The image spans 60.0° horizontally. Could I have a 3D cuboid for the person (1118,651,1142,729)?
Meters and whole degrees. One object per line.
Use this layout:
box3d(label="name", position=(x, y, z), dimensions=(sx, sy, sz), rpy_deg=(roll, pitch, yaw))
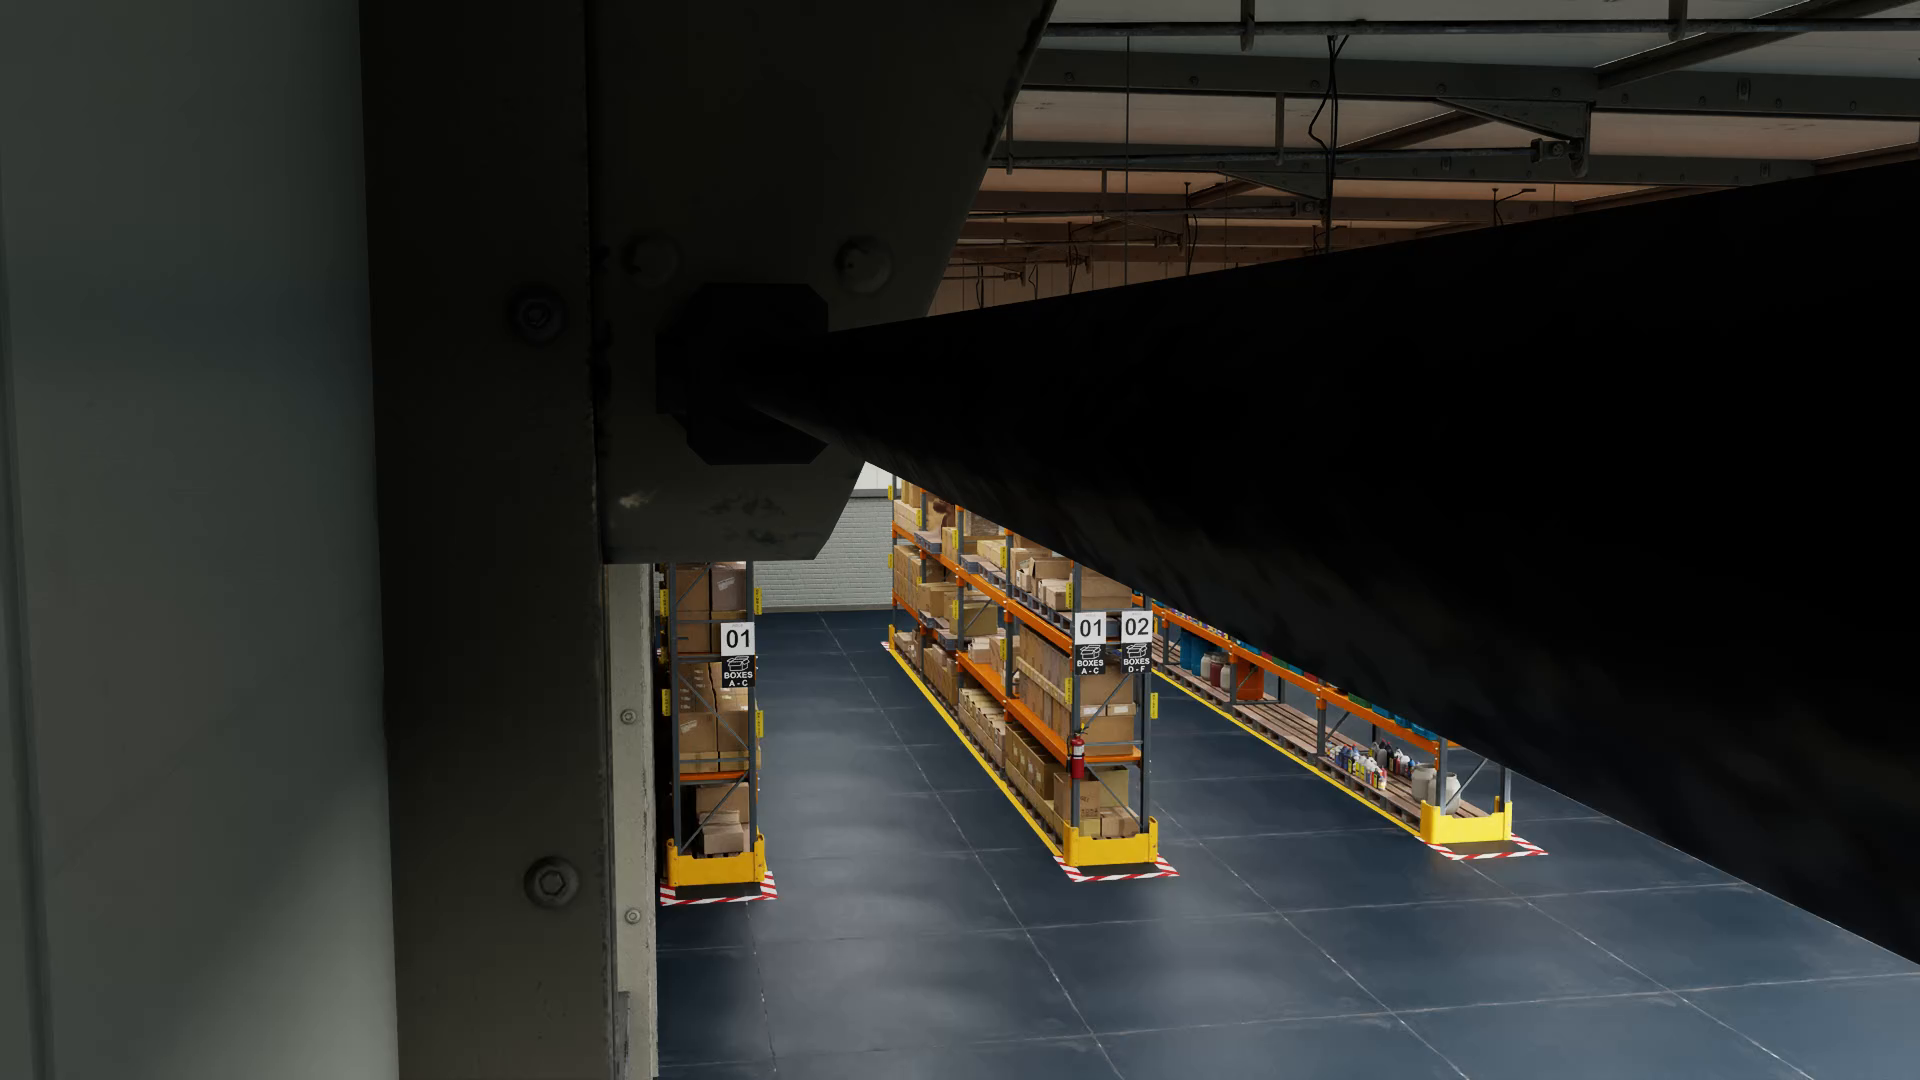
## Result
box3d(label="person", position=(2.958, 2.428, 28.736), dimensions=(0.574, 1.602, 0.586), rpy_deg=(-2, 6, -16))
